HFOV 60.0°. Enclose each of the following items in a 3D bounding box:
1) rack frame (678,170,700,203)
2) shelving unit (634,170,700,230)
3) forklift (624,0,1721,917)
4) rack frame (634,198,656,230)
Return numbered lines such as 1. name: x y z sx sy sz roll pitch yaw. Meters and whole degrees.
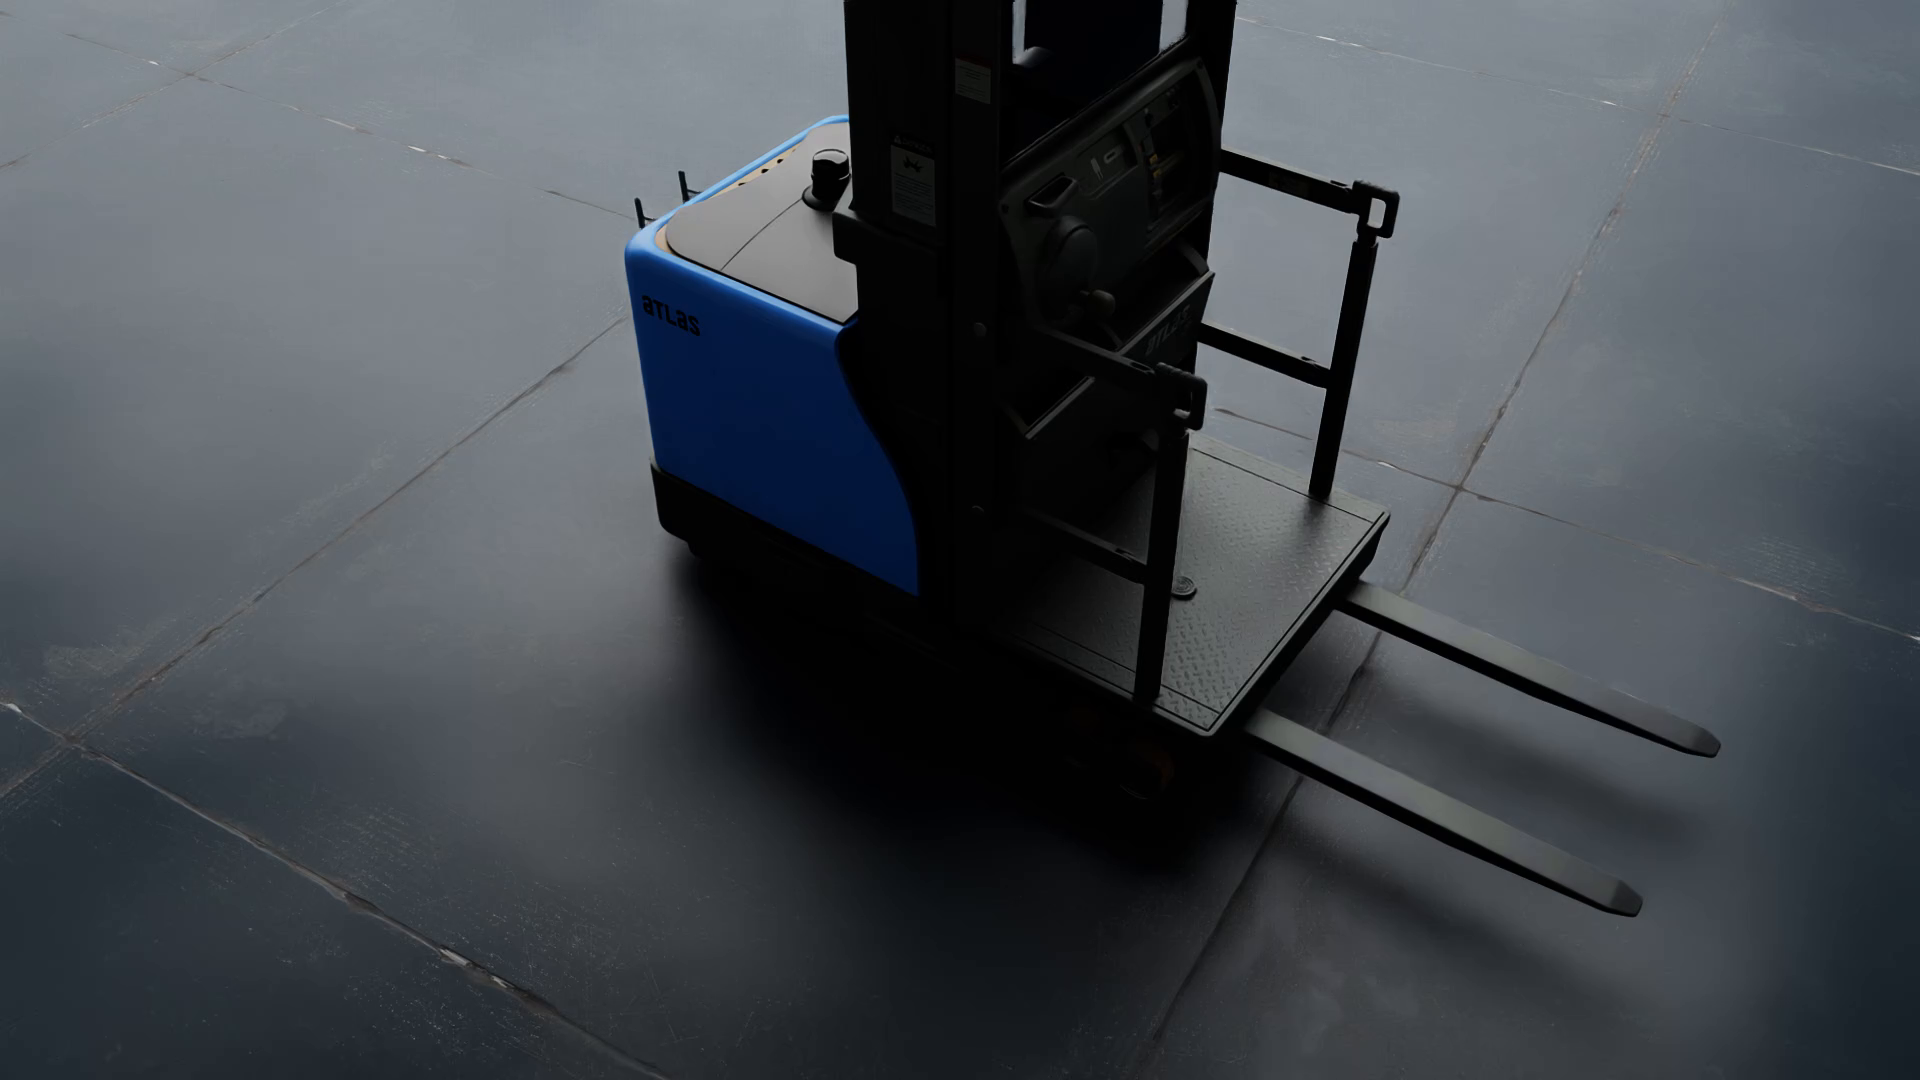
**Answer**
1. rack frame: -0.759 -0.770 5.432 0.240 0.900 0.006 21 45 27
2. shelving unit: -0.815 -0.714 5.369 0.258 0.900 0.210 21 45 27
3. forklift: 0.550 -0.808 3.950 3.031 2.935 1.130 25 47 26
4. rack frame: -0.871 -0.658 5.305 0.240 0.900 0.006 21 45 27
